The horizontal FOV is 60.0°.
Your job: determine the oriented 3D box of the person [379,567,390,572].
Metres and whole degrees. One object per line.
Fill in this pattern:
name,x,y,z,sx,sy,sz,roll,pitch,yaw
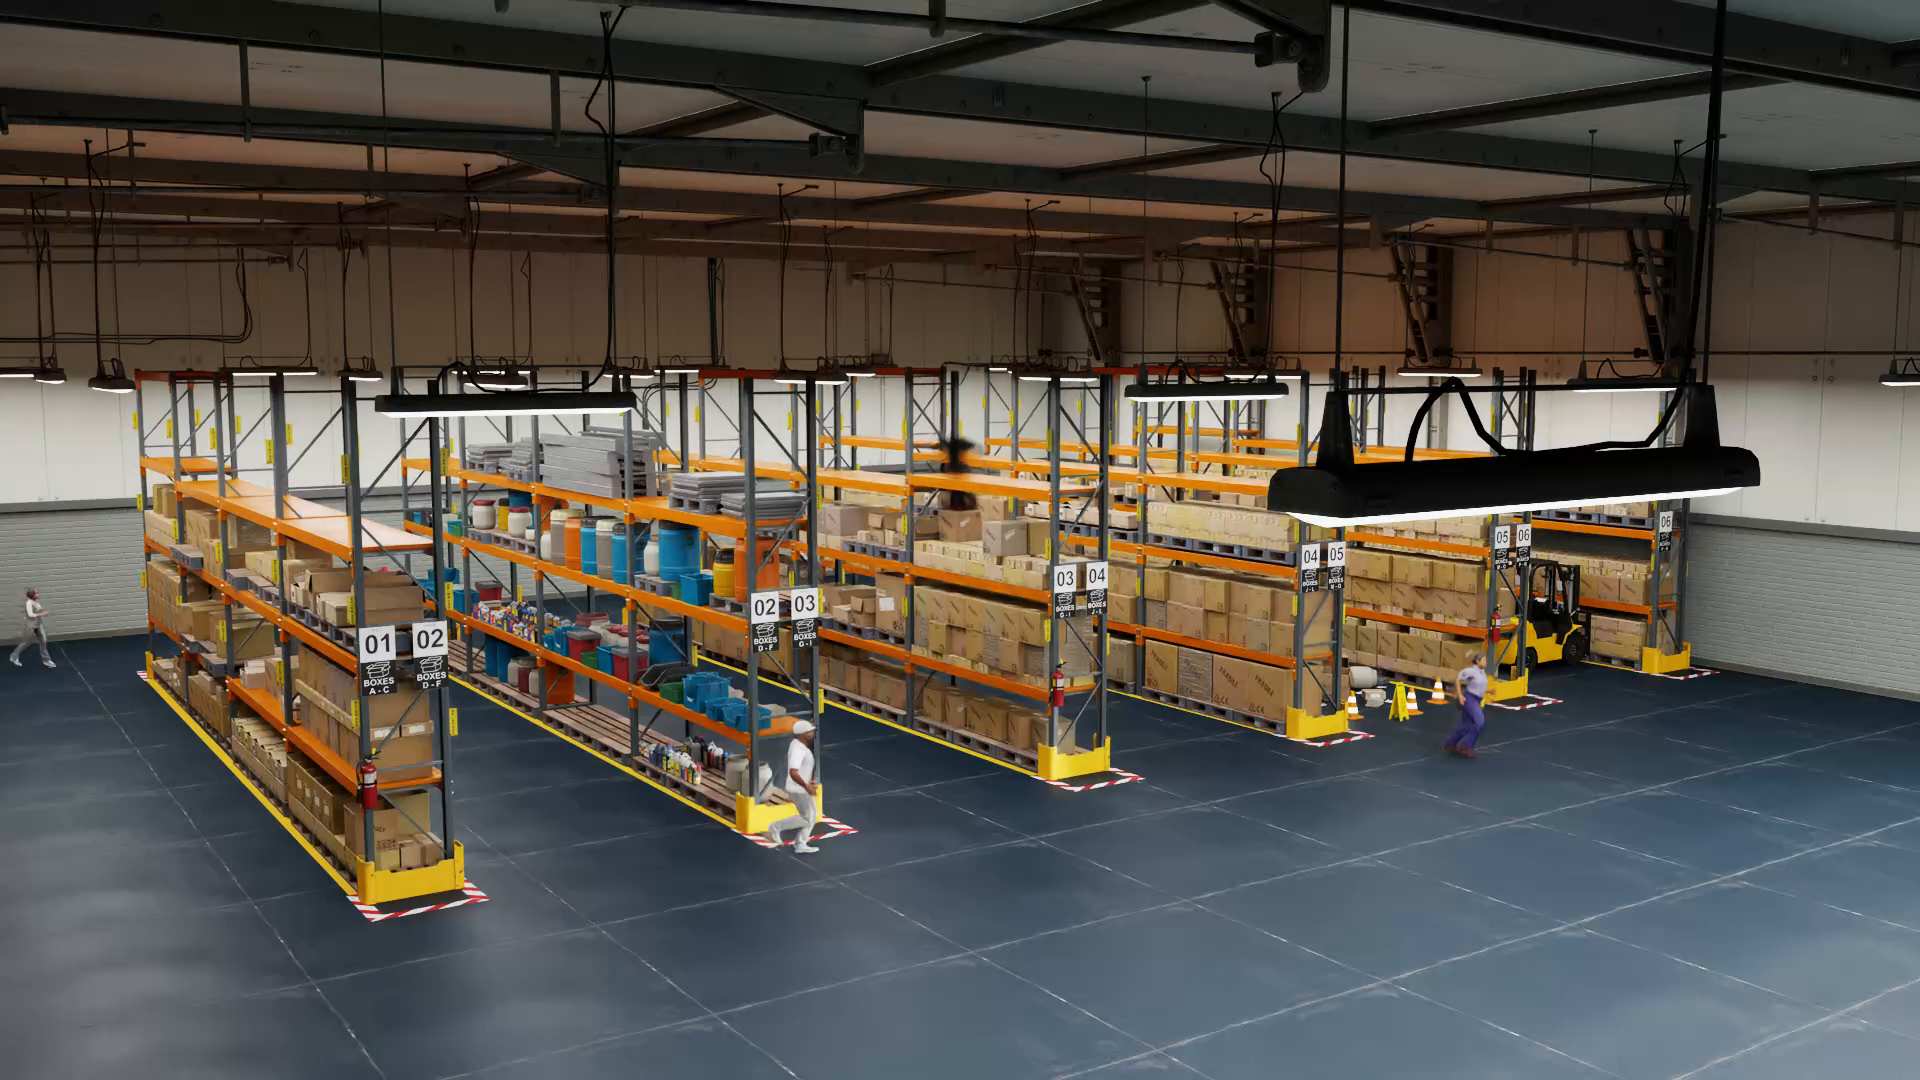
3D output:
person,-12.496,1.470,35.542,0.871,1.754,0.660,-5,8,-37

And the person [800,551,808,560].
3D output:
person,-4.063,0.557,43.508,0.669,1.794,0.669,1,7,12

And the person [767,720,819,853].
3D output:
person,-2.103,3.121,20.993,0.658,1.708,0.684,0,6,-2

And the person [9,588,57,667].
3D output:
person,-18.597,1.758,33.293,0.861,1.609,0.530,-1,6,-6

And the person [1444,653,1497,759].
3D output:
person,8.033,2.581,26.150,0.745,1.585,0.777,4,8,34
